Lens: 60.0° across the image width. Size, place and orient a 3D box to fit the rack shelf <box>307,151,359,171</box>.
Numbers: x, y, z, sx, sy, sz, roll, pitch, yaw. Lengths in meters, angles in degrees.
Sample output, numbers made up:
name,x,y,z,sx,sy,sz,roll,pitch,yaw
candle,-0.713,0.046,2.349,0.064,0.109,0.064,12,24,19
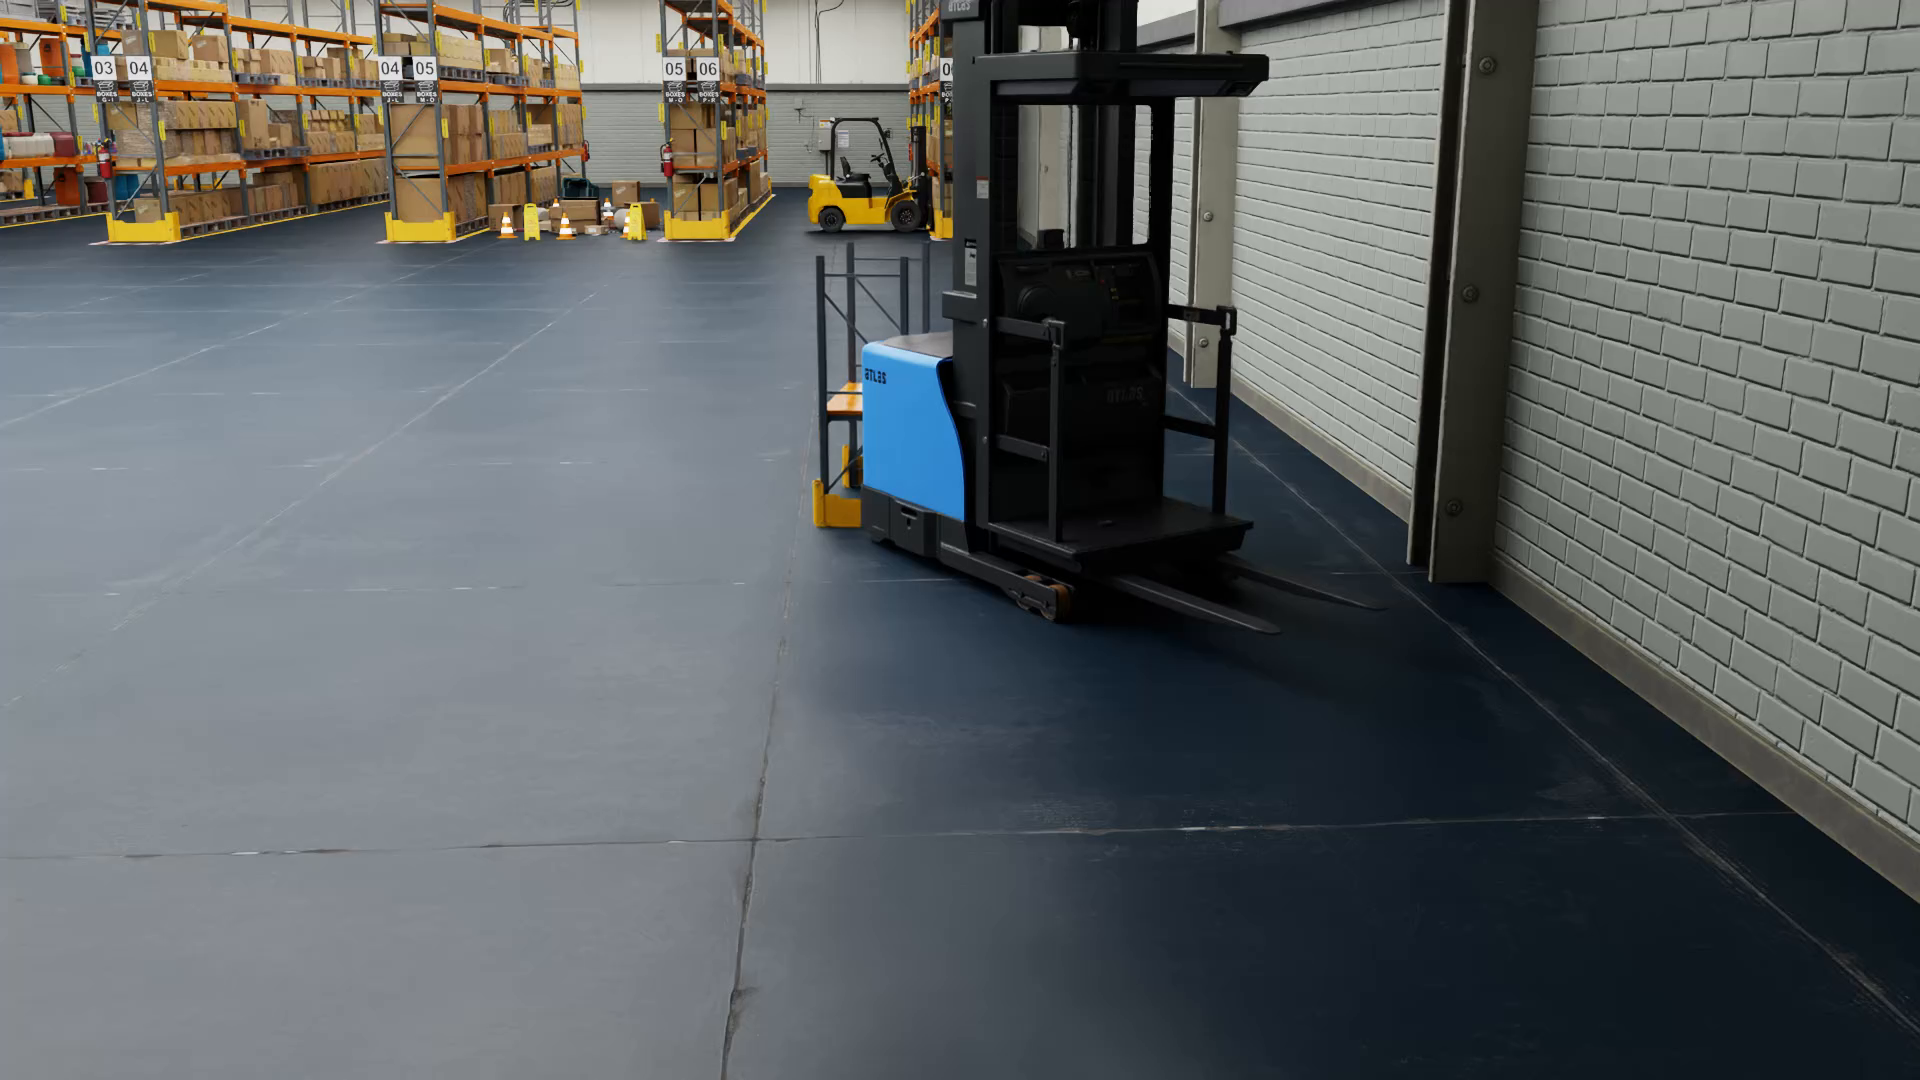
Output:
name,x,y,z,sx,sy,sz,roll,pitch,yaw
rack shelf,-15.338,-8.983,39.364,1.077,0.370,4.000,-1,14,-3

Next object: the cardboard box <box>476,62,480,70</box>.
name,x,y,z,sx,sy,sz,roll,pitch,yaw
cardboard box,-9.652,-9.325,32.691,0.380,0.149,0.250,-1,14,-3

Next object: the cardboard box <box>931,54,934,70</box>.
name,x,y,z,sx,sy,sz,roll,pitch,yaw
cardboard box,-0.313,-9.520,33.125,0.500,0.311,0.500,-1,14,-2

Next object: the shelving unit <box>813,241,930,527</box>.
name,x,y,z,sx,sy,sz,roll,pitch,yaw
shelving unit,-0.479,-0.932,9.639,0.587,1.500,1.083,1,14,5

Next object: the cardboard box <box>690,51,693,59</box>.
name,x,y,z,sx,sy,sz,roll,pitch,yaw
cardboard box,-5.119,-8.986,30.816,0.380,0.149,0.250,-1,14,-3

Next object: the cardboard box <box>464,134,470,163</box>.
name,x,y,z,sx,sy,sz,roll,pitch,yaw
cardboard box,-9.869,-7.469,31.734,0.875,0.550,0.500,-1,14,-3

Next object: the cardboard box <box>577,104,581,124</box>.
name,x,y,z,sx,sy,sz,roll,pitch,yaw
cardboard box,-10.476,-11.442,44.672,0.500,0.500,0.500,-1,14,-5

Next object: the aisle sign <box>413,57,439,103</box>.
name,x,y,z,sx,sy,sz,roll,pitch,yaw
aisle sign,-9.457,-8.142,29.434,0.394,0.787,0.004,-1,14,-3

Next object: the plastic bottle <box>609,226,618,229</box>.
name,x,y,z,sx,sy,sz,roll,pitch,yaw
plastic bottle,-6.867,-6.219,33.075,0.133,0.061,0.283,2,15,6

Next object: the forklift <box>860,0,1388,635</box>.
name,x,y,z,sx,sy,sz,roll,pitch,yaw
forklift,0.697,-1.187,7.757,1.130,2.935,3.031,-9,17,-32

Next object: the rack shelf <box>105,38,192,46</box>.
name,x,y,z,sx,sy,sz,roll,pitch,yaw
rack shelf,-20.529,-12.613,42.235,1.077,0.370,4.000,-1,14,-3

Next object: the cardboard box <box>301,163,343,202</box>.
name,x,y,z,sx,sy,sz,roll,pitch,yaw
cardboard box,-15.283,-8.402,39.084,1.225,0.875,0.875,-1,14,-3

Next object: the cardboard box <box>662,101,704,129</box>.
name,x,y,z,sx,sy,sz,roll,pitch,yaw
cardboard box,-5.077,-7.798,30.509,0.700,0.500,0.500,-1,14,-5

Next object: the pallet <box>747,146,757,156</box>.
name,x,y,z,sx,sy,sz,roll,pitch,yaw
pallet,-5.172,-8.719,37.277,1.213,0.211,1.003,-1,14,-3

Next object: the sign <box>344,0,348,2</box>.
name,x,y,z,sx,sy,sz,roll,pitch,yaw
sign,-14.921,-13.236,40.378,0.100,0.325,0.005,-1,14,-3

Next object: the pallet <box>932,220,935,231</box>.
name,x,y,z,sx,sy,sz,roll,pitch,yaw
pallet,-0.035,-6.217,32.765,1.003,0.211,1.213,-1,14,-3

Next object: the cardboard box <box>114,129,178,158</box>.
name,x,y,z,sx,sy,sz,roll,pitch,yaw
cardboard box,-14.725,-7.174,30.092,0.875,0.500,0.500,-1,14,-3

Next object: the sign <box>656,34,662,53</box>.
name,x,y,z,sx,sy,sz,roll,pitch,yaw
sign,-5.382,-8.875,29.705,0.100,0.325,0.005,-1,14,-3

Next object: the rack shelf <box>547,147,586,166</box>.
name,x,y,z,sx,sy,sz,roll,pitch,yaw
rack shelf,-10.629,-10.029,43.430,1.077,0.370,4.000,-1,14,-3

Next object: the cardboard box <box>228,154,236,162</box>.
name,x,y,z,sx,sy,sz,roll,pitch,yaw
cardboard box,-14.653,-7.606,33.074,0.380,0.149,0.250,-1,14,-3

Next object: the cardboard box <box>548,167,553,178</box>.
name,x,y,z,sx,sy,sz,roll,pitch,yaw
cardboard box,-10.188,-8.927,40.371,0.500,0.250,0.500,0,14,-1

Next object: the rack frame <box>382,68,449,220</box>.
name,x,y,z,sx,sy,sz,roll,pitch,yaw
rack frame,-9.761,-6.896,29.808,1.000,3.000,0.127,-1,14,-3

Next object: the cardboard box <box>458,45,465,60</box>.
name,x,y,z,sx,sy,sz,roll,pitch,yaw
cardboard box,-9.630,-9.172,31.296,0.500,0.250,0.500,-1,14,-4

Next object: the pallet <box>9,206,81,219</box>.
name,x,y,z,sx,sy,sz,roll,pitch,yaw
pallet,-20.148,-7.214,36.640,1.003,0.211,1.213,-1,14,-3

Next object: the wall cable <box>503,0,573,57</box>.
name,x,y,z,sx,sy,sz,roll,pitch,yaw
wall cable,-12.620,-16.746,49.598,2.277,5.999,0.120,-1,14,-3

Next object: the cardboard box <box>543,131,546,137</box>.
name,x,y,z,sx,sy,sz,roll,pitch,yaw
cardboard box,-10.232,-9.815,40.218,0.380,0.149,0.250,-1,14,-5

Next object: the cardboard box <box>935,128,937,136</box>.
name,x,y,z,sx,sy,sz,roll,pitch,yaw
cardboard box,-0.278,-7.838,31.968,0.380,0.149,0.250,-1,14,-3

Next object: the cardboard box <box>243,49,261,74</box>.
name,x,y,z,sx,sy,sz,roll,pitch,yaw
cardboard box,-14.955,-9.898,34.407,0.797,0.503,0.637,0,14,-1

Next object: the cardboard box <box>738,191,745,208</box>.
name,x,y,z,sx,sy,sz,roll,pitch,yaw
cardboard box,-5.203,-7.405,36.218,0.950,0.372,0.625,0,14,-2

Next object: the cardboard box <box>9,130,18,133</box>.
name,x,y,z,sx,sy,sz,roll,pitch,yaw
cardboard box,-25.297,-10.613,44.054,0.500,0.500,0.500,0,14,-2

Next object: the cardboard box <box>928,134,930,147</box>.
name,x,y,z,sx,sy,sz,roll,pitch,yaw
cardboard box,-0.407,-8.357,34.786,0.500,0.250,0.500,-1,14,-5

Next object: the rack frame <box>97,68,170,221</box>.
name,x,y,z,sx,sy,sz,roll,pitch,yaw
rack frame,-14.718,-6.844,29.608,1.000,3.000,0.127,-1,14,-3

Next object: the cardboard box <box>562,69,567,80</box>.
name,x,y,z,sx,sy,sz,roll,pitch,yaw
cardboard box,-10.339,-11.875,42.439,0.500,0.250,0.500,-1,14,-2

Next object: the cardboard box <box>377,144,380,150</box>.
name,x,y,z,sx,sy,sz,roll,pitch,yaw
cardboard box,-15.246,-10.174,43.051,0.380,0.149,0.250,-1,14,-5

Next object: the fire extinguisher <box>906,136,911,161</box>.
name,x,y,z,sx,sy,sz,roll,pitch,yaw
fire extinguisher,-1.335,-10.866,46.140,0.296,0.674,0.183,-1,14,-3

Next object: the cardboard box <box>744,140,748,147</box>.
name,x,y,z,sx,sy,sz,roll,pitch,yaw
cardboard box,-4.880,-8.732,36.607,0.380,0.149,0.250,-1,14,-2

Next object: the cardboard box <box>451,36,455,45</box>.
name,x,y,z,sx,sy,sz,roll,pitch,yaw
cardboard box,-9.526,-9.206,30.626,0.380,0.149,0.250,-1,14,-4

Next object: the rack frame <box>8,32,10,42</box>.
name,x,y,z,sx,sy,sz,roll,pitch,yaw
rack frame,-25.597,-13.577,43.736,1.000,3.000,0.127,-1,14,-3

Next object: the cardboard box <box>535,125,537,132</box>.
name,x,y,z,sx,sy,sz,roll,pitch,yaw
cardboard box,-10.175,-9.700,39.174,0.380,0.149,0.250,0,14,-2

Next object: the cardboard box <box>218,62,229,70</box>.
name,x,y,z,sx,sy,sz,roll,pitch,yaw
cardboard box,-14.657,-9.336,32.773,0.380,0.149,0.250,0,14,-2

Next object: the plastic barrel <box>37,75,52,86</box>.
name,x,y,z,sx,sy,sz,roll,pitch,yaw
plastic barrel,-20.091,-10.074,36.454,0.294,0.245,0.294,0,14,0

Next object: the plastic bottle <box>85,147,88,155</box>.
name,x,y,z,sx,sy,sz,roll,pitch,yaw
plastic bottle,-19.847,-8.827,37.714,0.097,0.201,0.097,0,14,0

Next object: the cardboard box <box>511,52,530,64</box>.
name,x,y,z,sx,sy,sz,roll,pitch,yaw
cardboard box,-10.039,-10.990,37.965,0.396,0.266,0.258,-1,14,-3

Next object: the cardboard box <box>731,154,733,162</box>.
name,x,y,z,sx,sy,sz,roll,pitch,yaw
cardboard box,-4.685,-7.543,32.826,0.380,0.149,0.250,-1,14,-4

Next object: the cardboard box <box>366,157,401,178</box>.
name,x,y,z,sx,sy,sz,roll,pitch,yaw
cardboard box,-15.590,-9.840,44.672,0.875,0.875,0.875,-1,14,-3

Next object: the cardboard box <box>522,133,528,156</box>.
name,x,y,z,sx,sy,sz,roll,pitch,yaw
cardboard box,-9.961,-8.826,37.109,0.500,0.500,0.500,-1,14,-3
